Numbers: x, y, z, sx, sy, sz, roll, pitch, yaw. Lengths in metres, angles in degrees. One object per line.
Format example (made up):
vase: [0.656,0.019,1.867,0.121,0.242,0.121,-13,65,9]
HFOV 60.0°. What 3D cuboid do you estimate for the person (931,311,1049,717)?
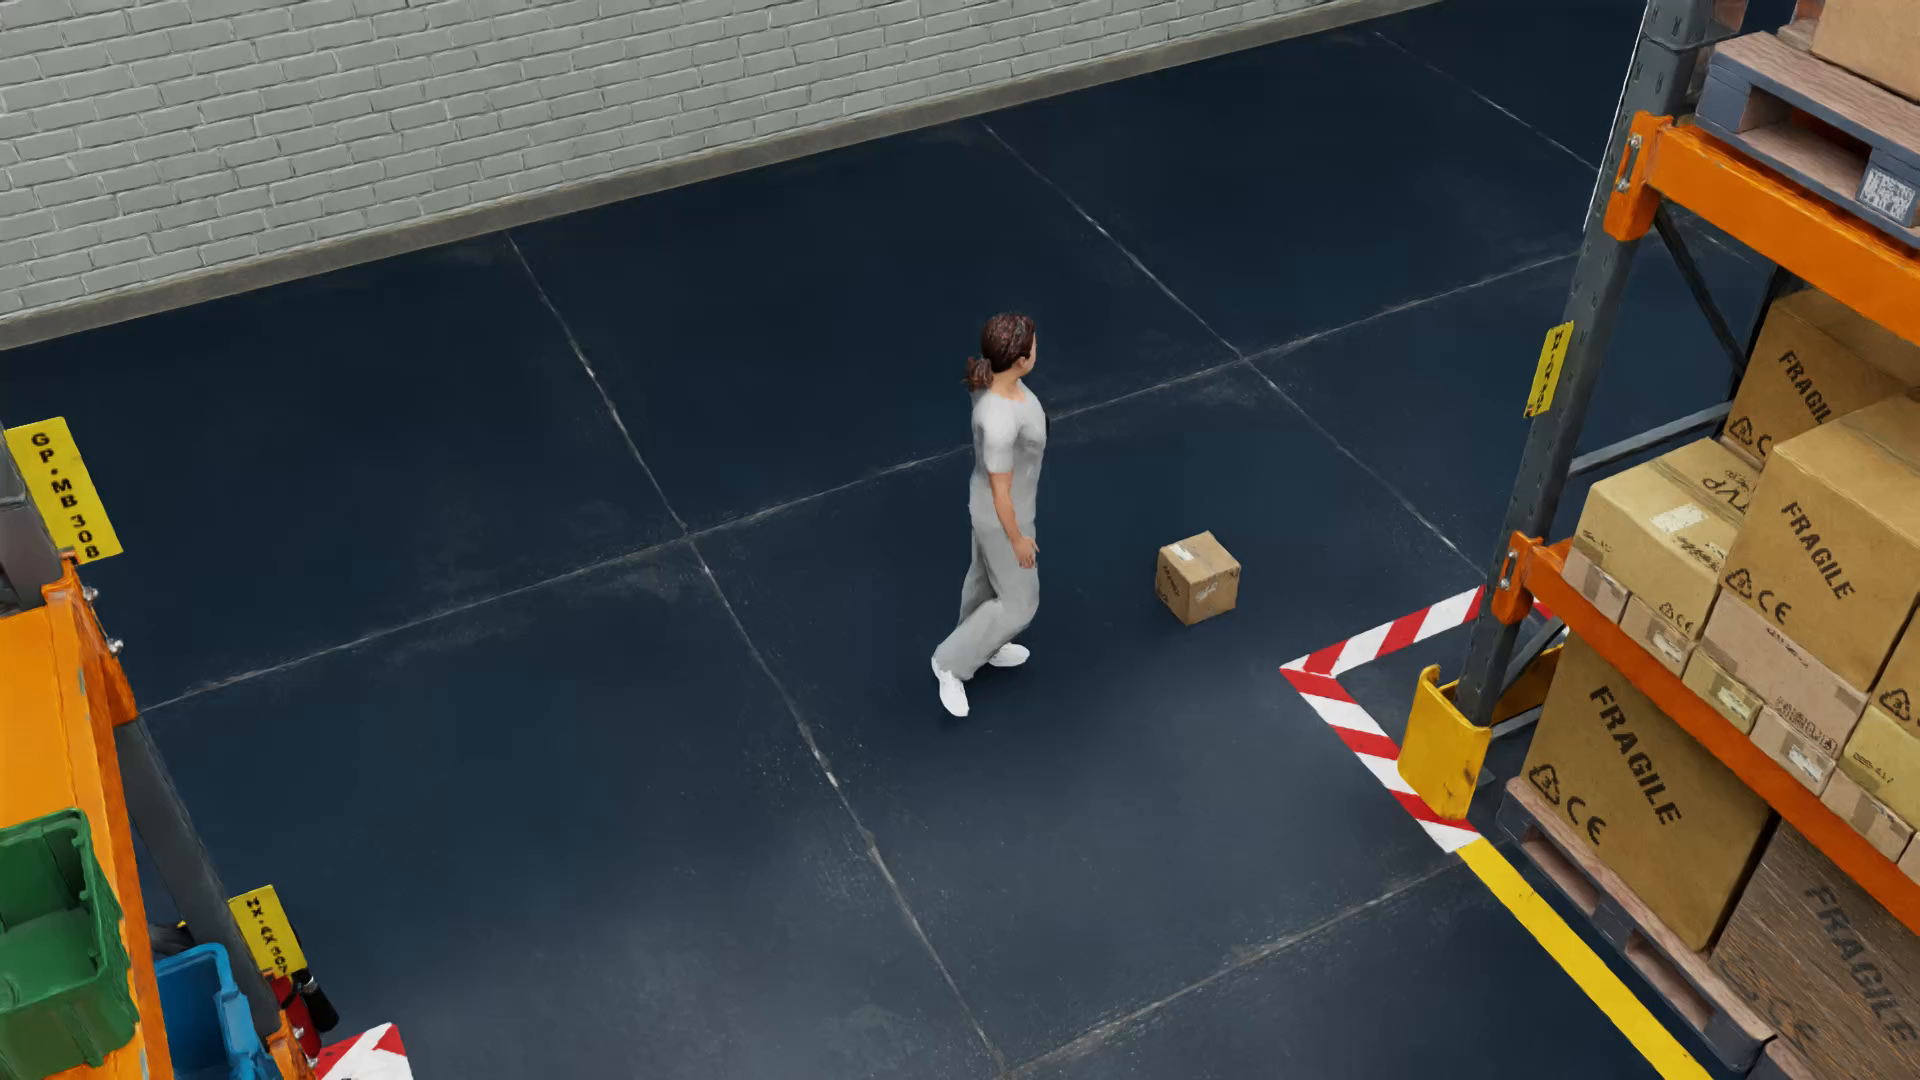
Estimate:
person: [0.104,-0.082,6.232,0.436,1.662,0.633,2,41,2]
